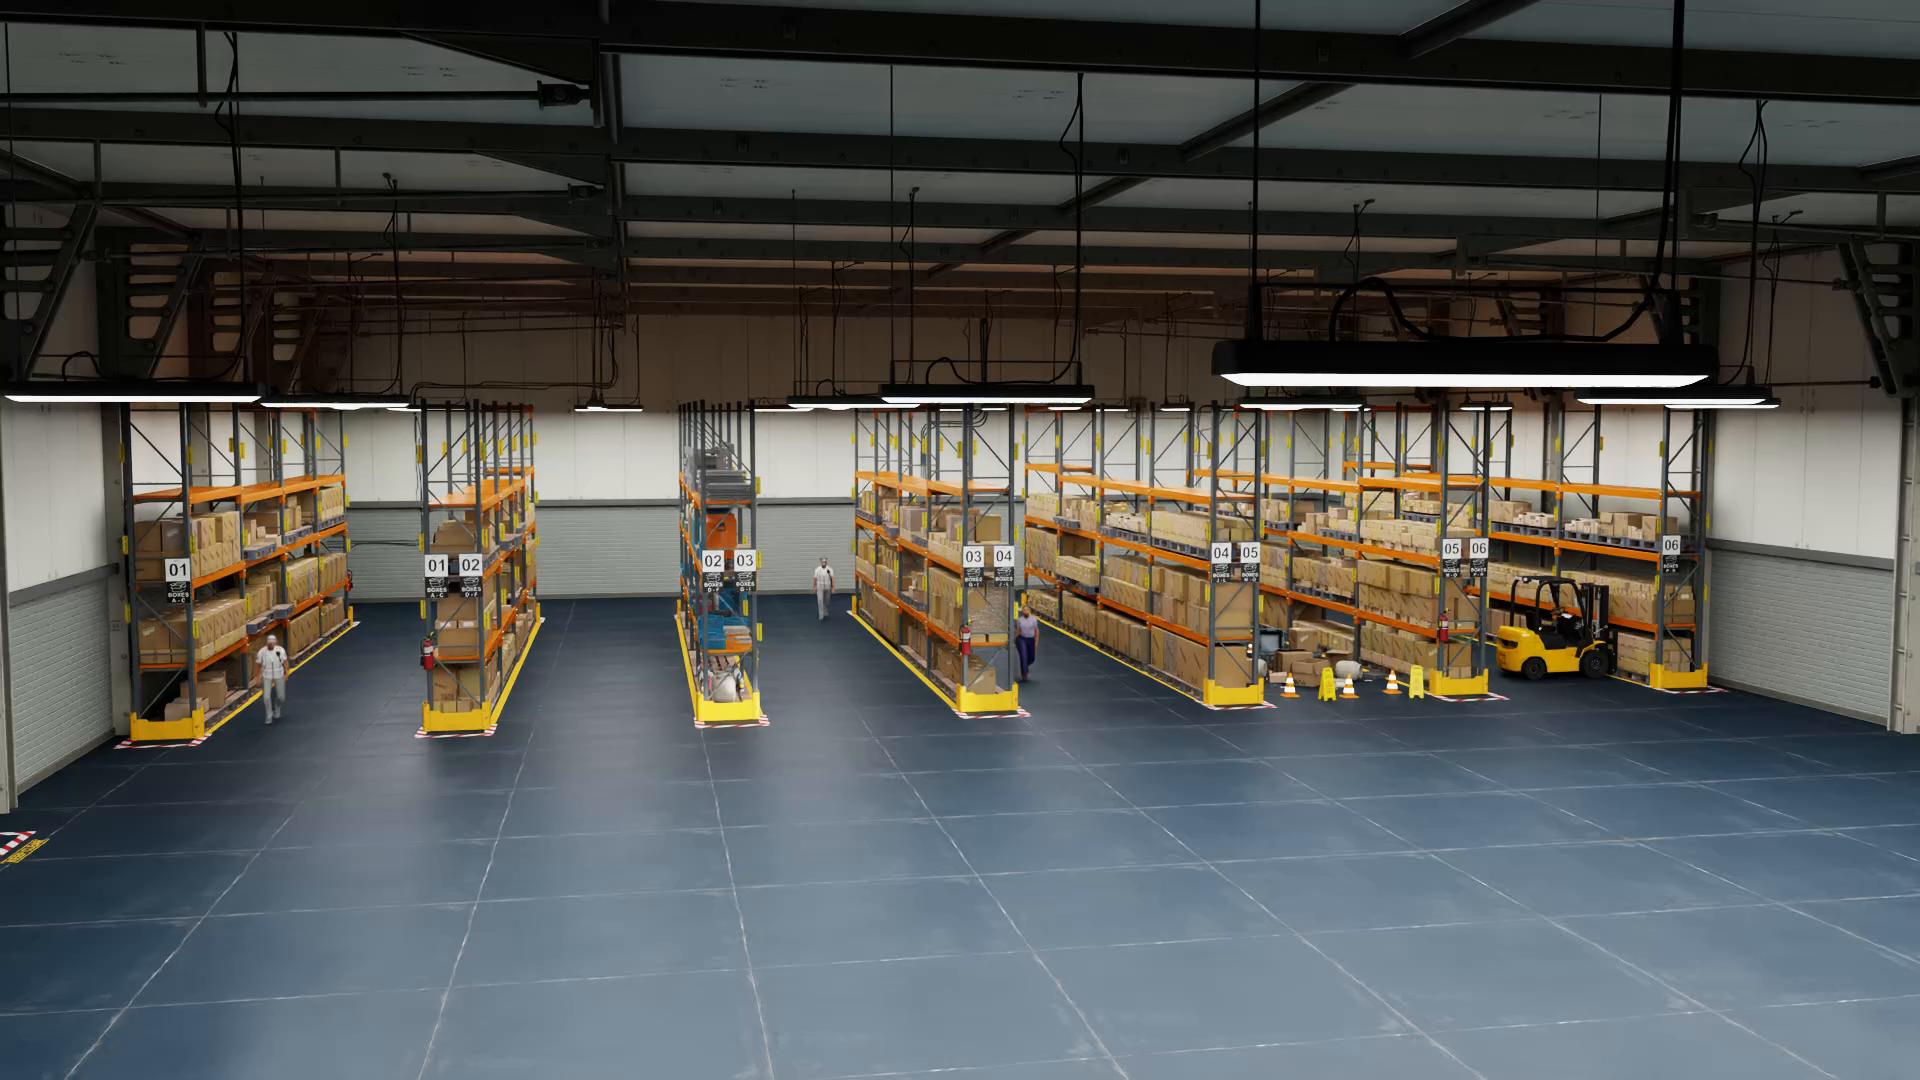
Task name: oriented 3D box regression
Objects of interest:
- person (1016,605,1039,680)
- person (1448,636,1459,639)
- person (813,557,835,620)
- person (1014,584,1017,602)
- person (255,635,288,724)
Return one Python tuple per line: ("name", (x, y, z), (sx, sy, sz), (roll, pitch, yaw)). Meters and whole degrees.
("person", (1.441, 2.193, 35.988), (0.486, 1.600, 0.838), (-1, 4, -14))
("person", (11.389, 1.971, 38.247), (0.614, 1.754, 0.690), (-3, 5, -32))
("person", (-3.805, 1.328, 46.542), (0.612, 1.703, 1.048), (-1, 4, -8))
("person", (1.146, 1.576, 43.216), (0.632, 1.711, 1.129), (-1, 4, -8))
("person", (-12.844, 2.573, 31.054), (0.571, 1.647, 0.555), (-2, 5, -22))
